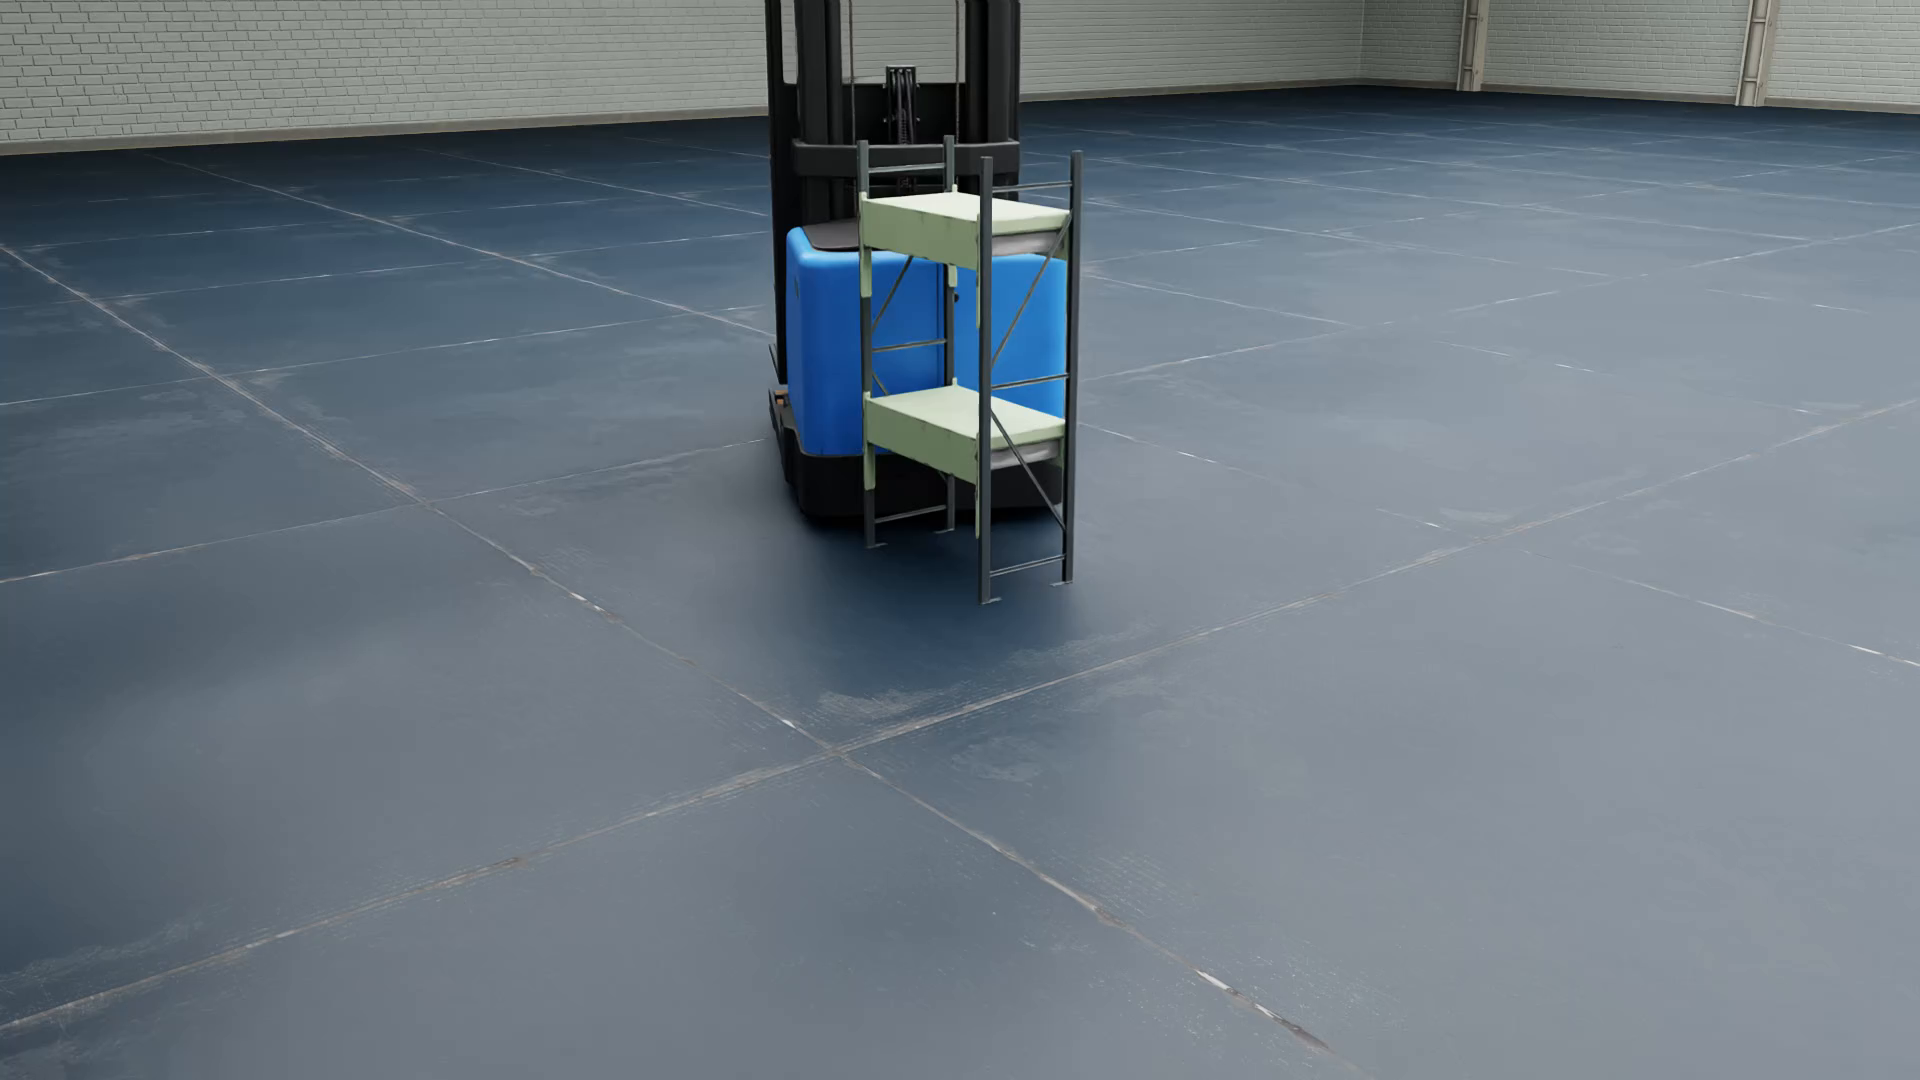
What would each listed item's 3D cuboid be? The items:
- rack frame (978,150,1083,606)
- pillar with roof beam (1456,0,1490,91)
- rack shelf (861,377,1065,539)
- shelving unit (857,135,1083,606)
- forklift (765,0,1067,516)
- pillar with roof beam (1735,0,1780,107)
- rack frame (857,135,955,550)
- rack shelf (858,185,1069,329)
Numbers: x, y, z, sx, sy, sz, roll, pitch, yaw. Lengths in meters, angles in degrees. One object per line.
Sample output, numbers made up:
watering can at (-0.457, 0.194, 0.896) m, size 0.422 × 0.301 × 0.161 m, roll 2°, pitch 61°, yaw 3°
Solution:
rack frame at (0.232, -0.524, 5.560) m, size 0.400 × 1.500 × 0.023 m, roll -12°, pitch 22°, yaw -33°
pillar with roof beam at (7.208, -12.780, 30.642) m, size 9.100 × 9.000 × 0.400 m, roll -14°, pitch 23°, yaw -36°
rack shelf at (0.021, -0.309, 5.947) m, size 0.431 × 0.370 × 0.720 m, roll -12°, pitch 22°, yaw -33°
shelving unit at (0.021, -0.618, 5.844) m, size 0.431 × 1.500 × 0.755 m, roll -12°, pitch 22°, yaw -33°
forklift at (-0.324, -1.905, 7.451) m, size 1.130 × 2.935 × 3.031 m, roll -3°, pitch 19°, yaw -9°
pillar with roof beam at (10.933, -11.302, 26.178) m, size 9.100 × 9.000 × 0.400 m, roll -14°, pitch 23°, yaw -36°
rack frame at (-0.190, -0.712, 6.128) m, size 0.400 × 1.500 × 0.023 m, roll -12°, pitch 22°, yaw -33°
rack shelf at (0.021, -0.989, 5.721) m, size 0.431 × 0.370 × 0.720 m, roll -12°, pitch 22°, yaw -33°
